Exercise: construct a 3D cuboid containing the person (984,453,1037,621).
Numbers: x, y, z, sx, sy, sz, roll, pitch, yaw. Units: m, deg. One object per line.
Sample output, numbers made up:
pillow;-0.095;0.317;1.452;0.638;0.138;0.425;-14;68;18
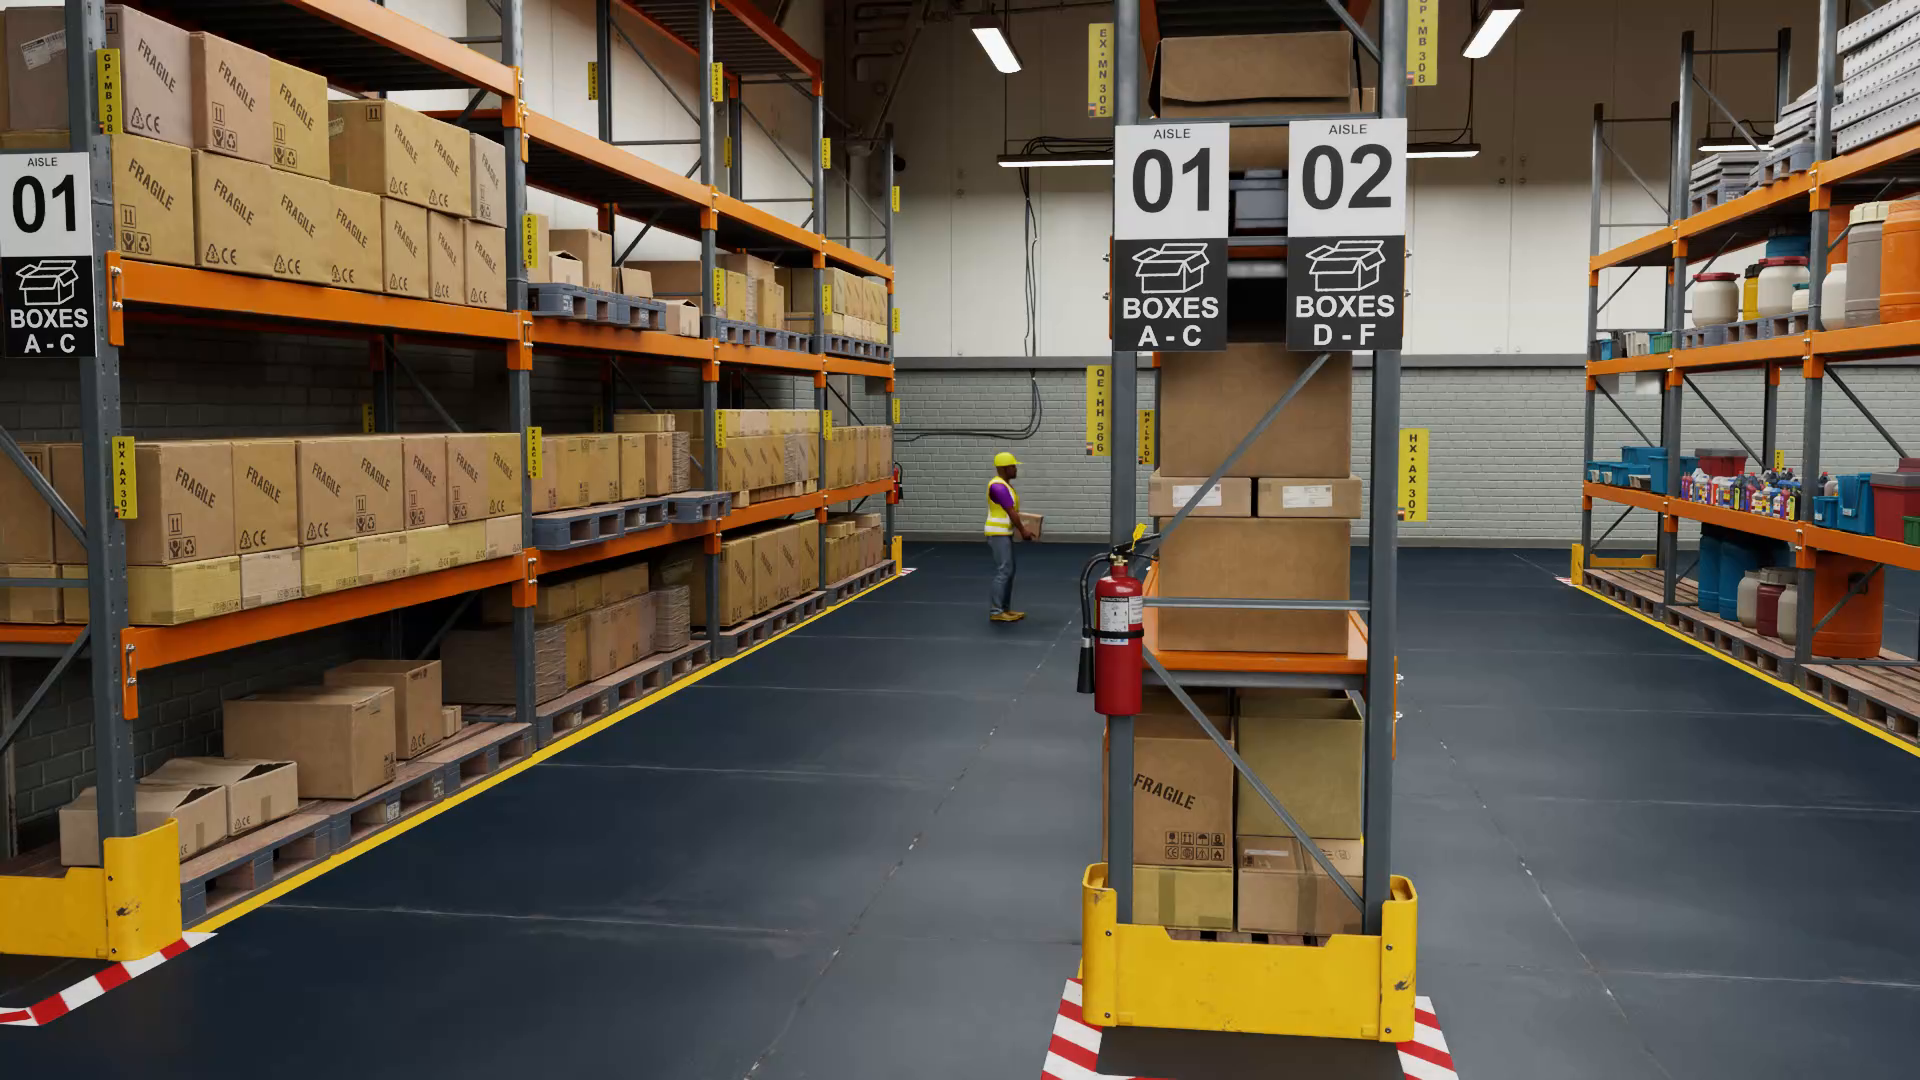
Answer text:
person;0.543;-0.039;17.520;0.566;1.762;0.505;1;4;8
